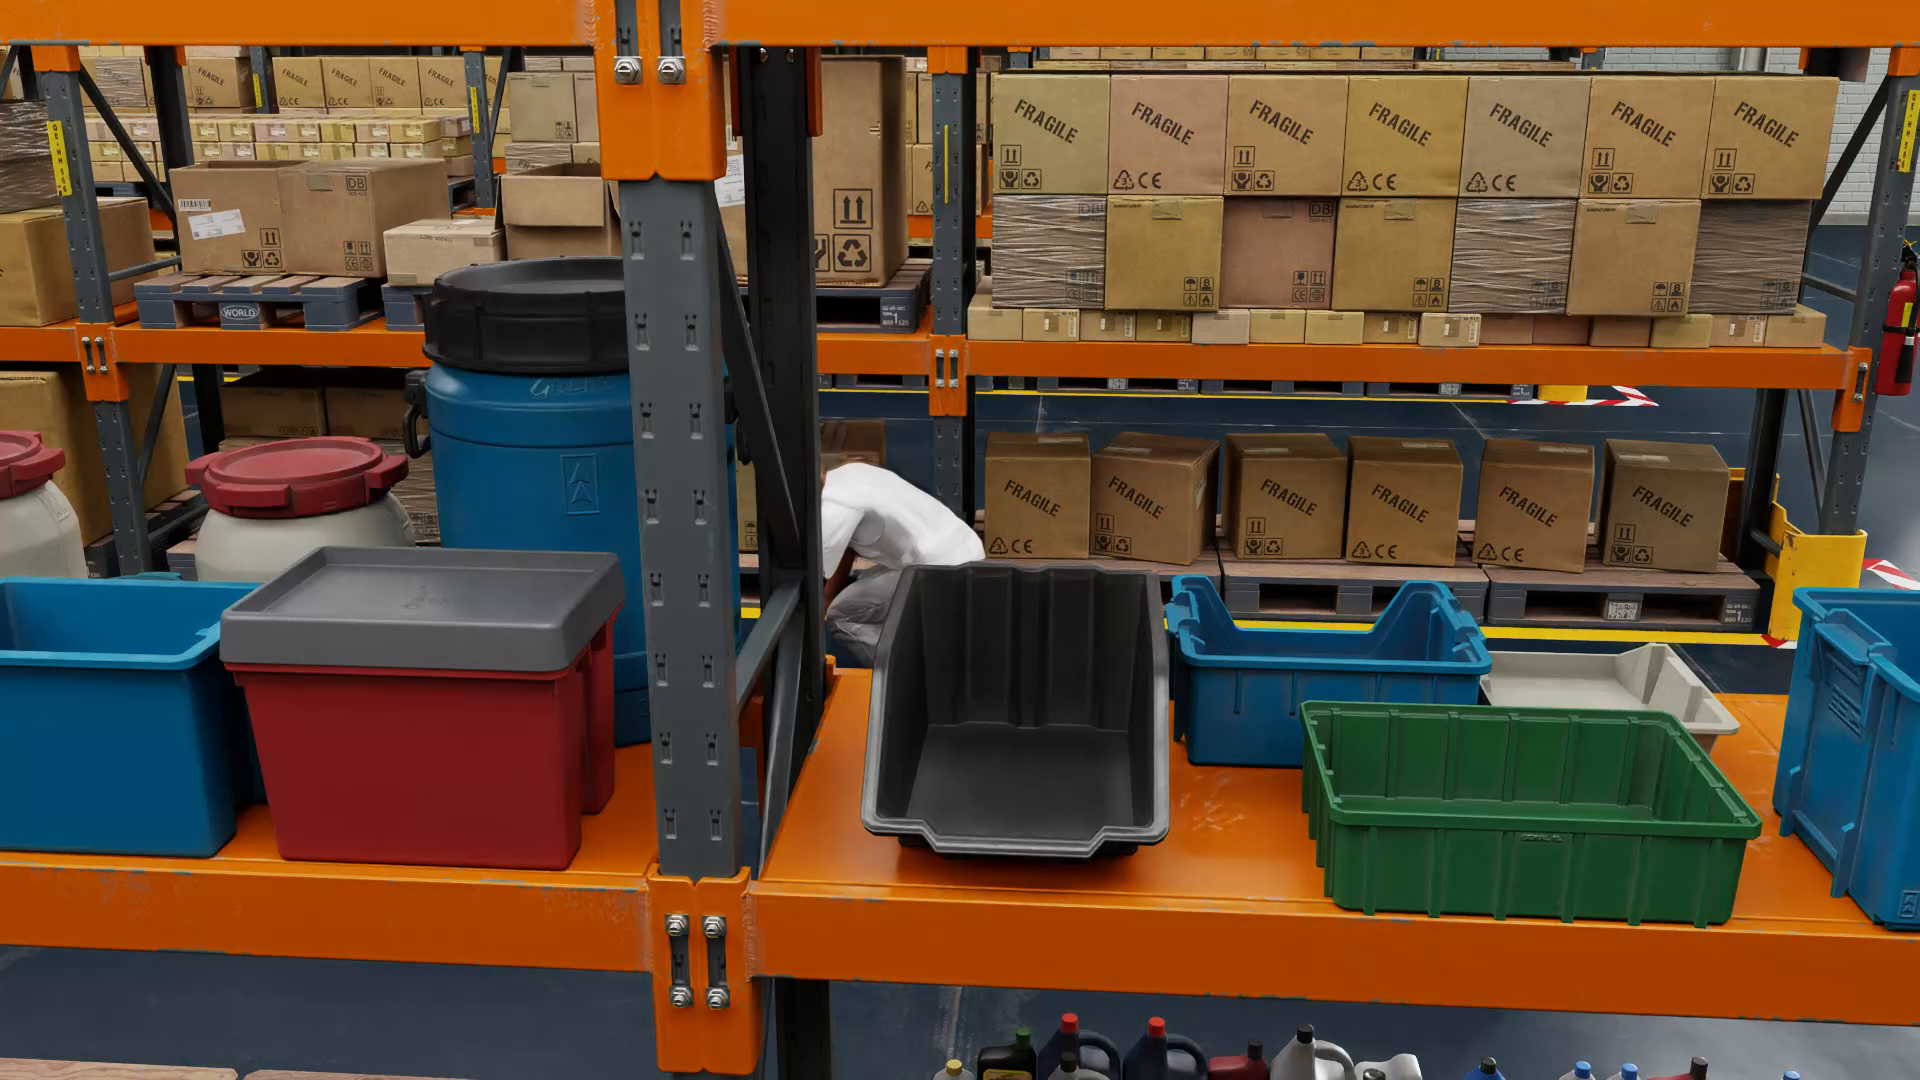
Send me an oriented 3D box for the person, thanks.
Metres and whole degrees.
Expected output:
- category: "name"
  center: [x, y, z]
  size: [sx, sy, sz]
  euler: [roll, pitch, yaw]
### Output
- category: "person"
  center: [-0.360, 0.136, 6.758]
  size: [0.882, 1.062, 0.596]
  euler: [5, 18, 17]
